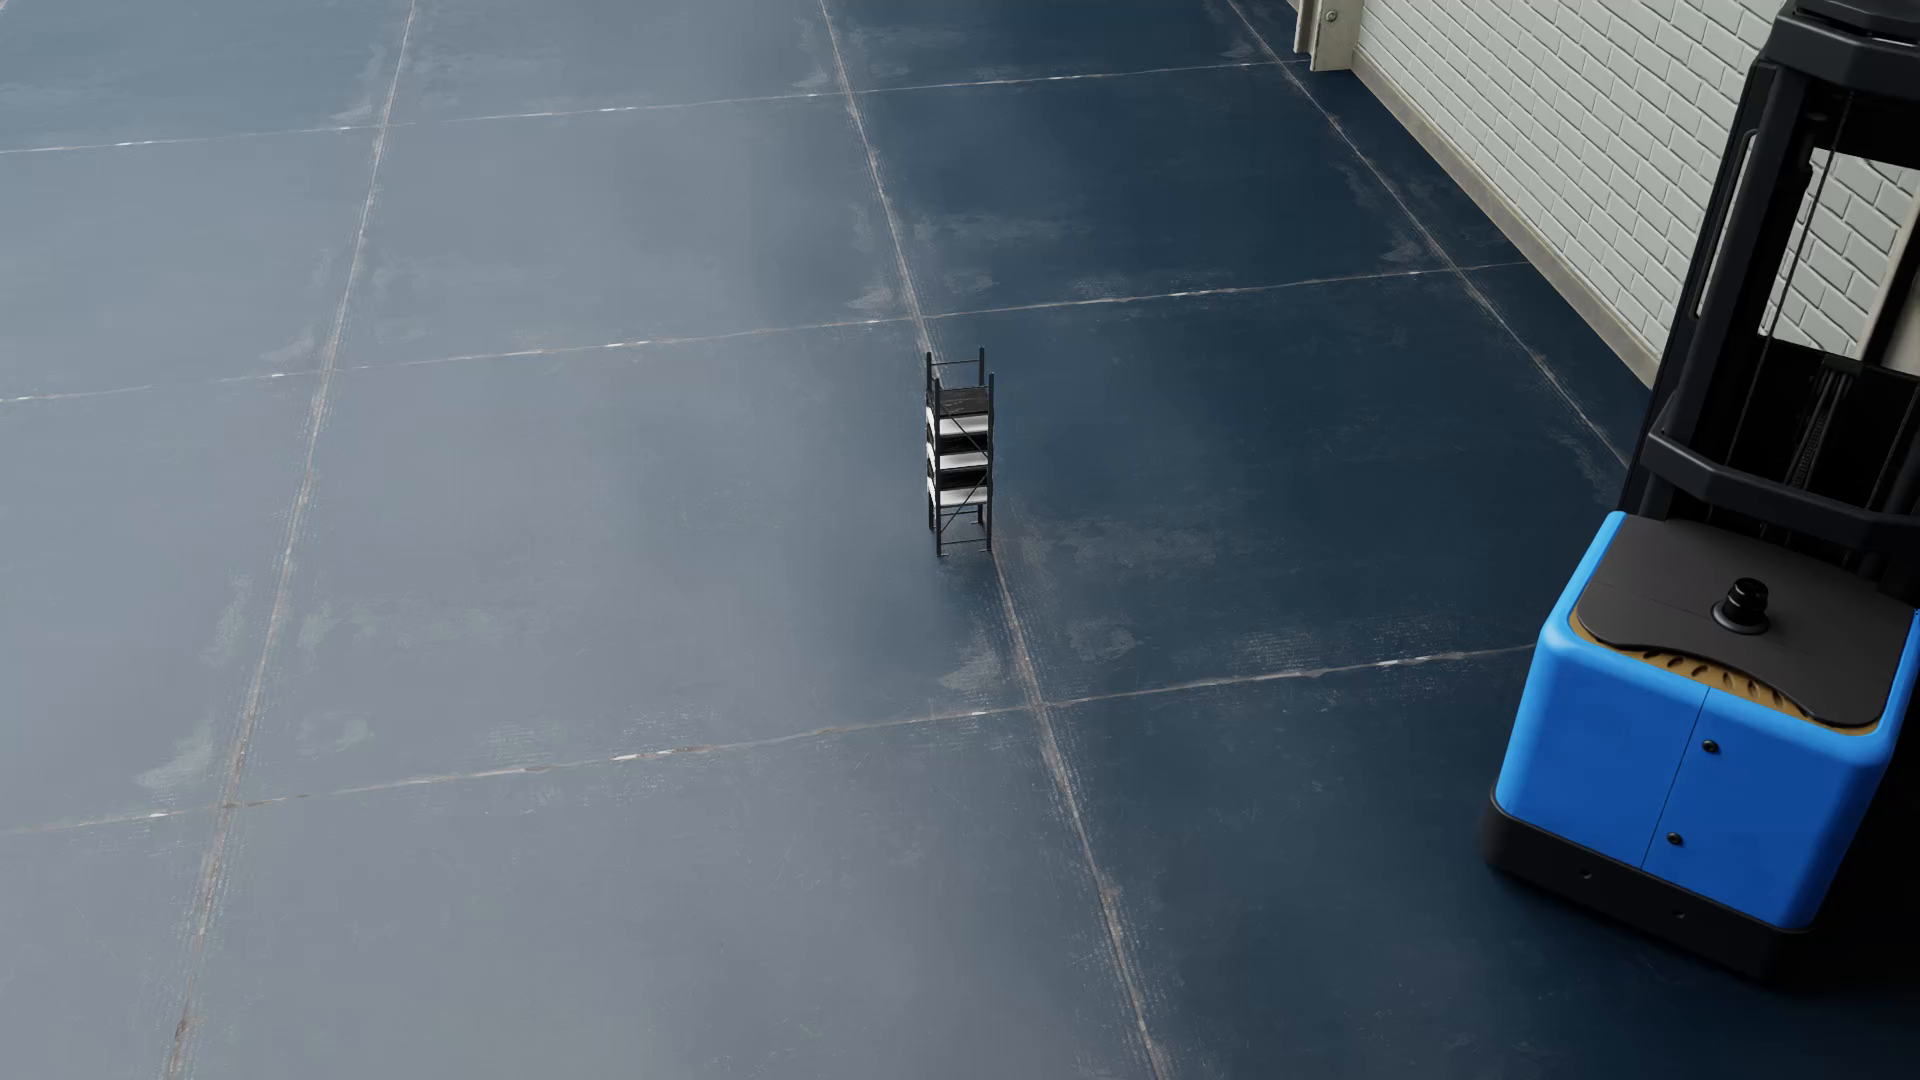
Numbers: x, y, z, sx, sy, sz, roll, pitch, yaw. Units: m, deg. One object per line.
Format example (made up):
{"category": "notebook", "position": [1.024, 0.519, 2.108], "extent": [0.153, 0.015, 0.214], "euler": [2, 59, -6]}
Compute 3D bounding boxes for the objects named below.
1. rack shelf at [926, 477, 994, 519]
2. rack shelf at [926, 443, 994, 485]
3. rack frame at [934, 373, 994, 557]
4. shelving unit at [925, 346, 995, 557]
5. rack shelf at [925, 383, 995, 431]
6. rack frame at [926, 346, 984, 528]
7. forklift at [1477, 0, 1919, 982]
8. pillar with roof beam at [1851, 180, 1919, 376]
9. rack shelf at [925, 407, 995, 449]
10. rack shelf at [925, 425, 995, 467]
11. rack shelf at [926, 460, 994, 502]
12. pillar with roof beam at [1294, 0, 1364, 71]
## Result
{"category": "rack shelf", "position": [-0.001, -0.192, 7.111], "extent": [0.258, 0.077, 0.200], "euler": [-6, 38, -8]}
{"category": "rack shelf", "position": [-0.001, -0.334, 7.001], "extent": [0.258, 0.077, 0.200], "euler": [-6, 38, -8]}
{"category": "rack frame", "position": [0.016, -0.299, 6.901], "extent": [0.240, 0.900, 0.006], "euler": [-6, 38, -8]}
{"category": "shelving unit", "position": [-0.001, -0.360, 6.980], "extent": [0.258, 0.900, 0.210], "euler": [-6, 38, -8]}
{"category": "rack shelf", "position": [-0.001, -0.547, 6.835], "extent": [0.258, 0.077, 0.200], "euler": [-6, 38, -8]}
{"category": "rack frame", "position": [-0.019, -0.422, 7.059], "extent": [0.240, 0.900, 0.006], "euler": [-6, 38, -8]}
{"category": "forklift", "position": [3.025, -0.616, 5.653], "extent": [1.130, 2.935, 3.031], "euler": [22, 43, 26]}
{"category": "pillar with roof beam", "position": [-0.659, -2.808, 3.530], "extent": [9.100, 9.000, 0.400], "euler": [-6, 38, -8]}
{"category": "rack shelf", "position": [-0.001, -0.476, 6.890], "extent": [0.258, 0.077, 0.200], "euler": [-6, 38, -8]}
{"category": "rack shelf", "position": [-0.001, -0.405, 6.945], "extent": [0.258, 0.077, 0.200], "euler": [-6, 38, -8]}
{"category": "rack shelf", "position": [-0.001, -0.263, 7.056], "extent": [0.258, 0.077, 0.200], "euler": [-6, 38, -8]}
{"category": "pillar with roof beam", "position": [-1.711, -6.432, 8.195], "extent": [9.100, 9.000, 0.400], "euler": [-6, 38, -8]}
